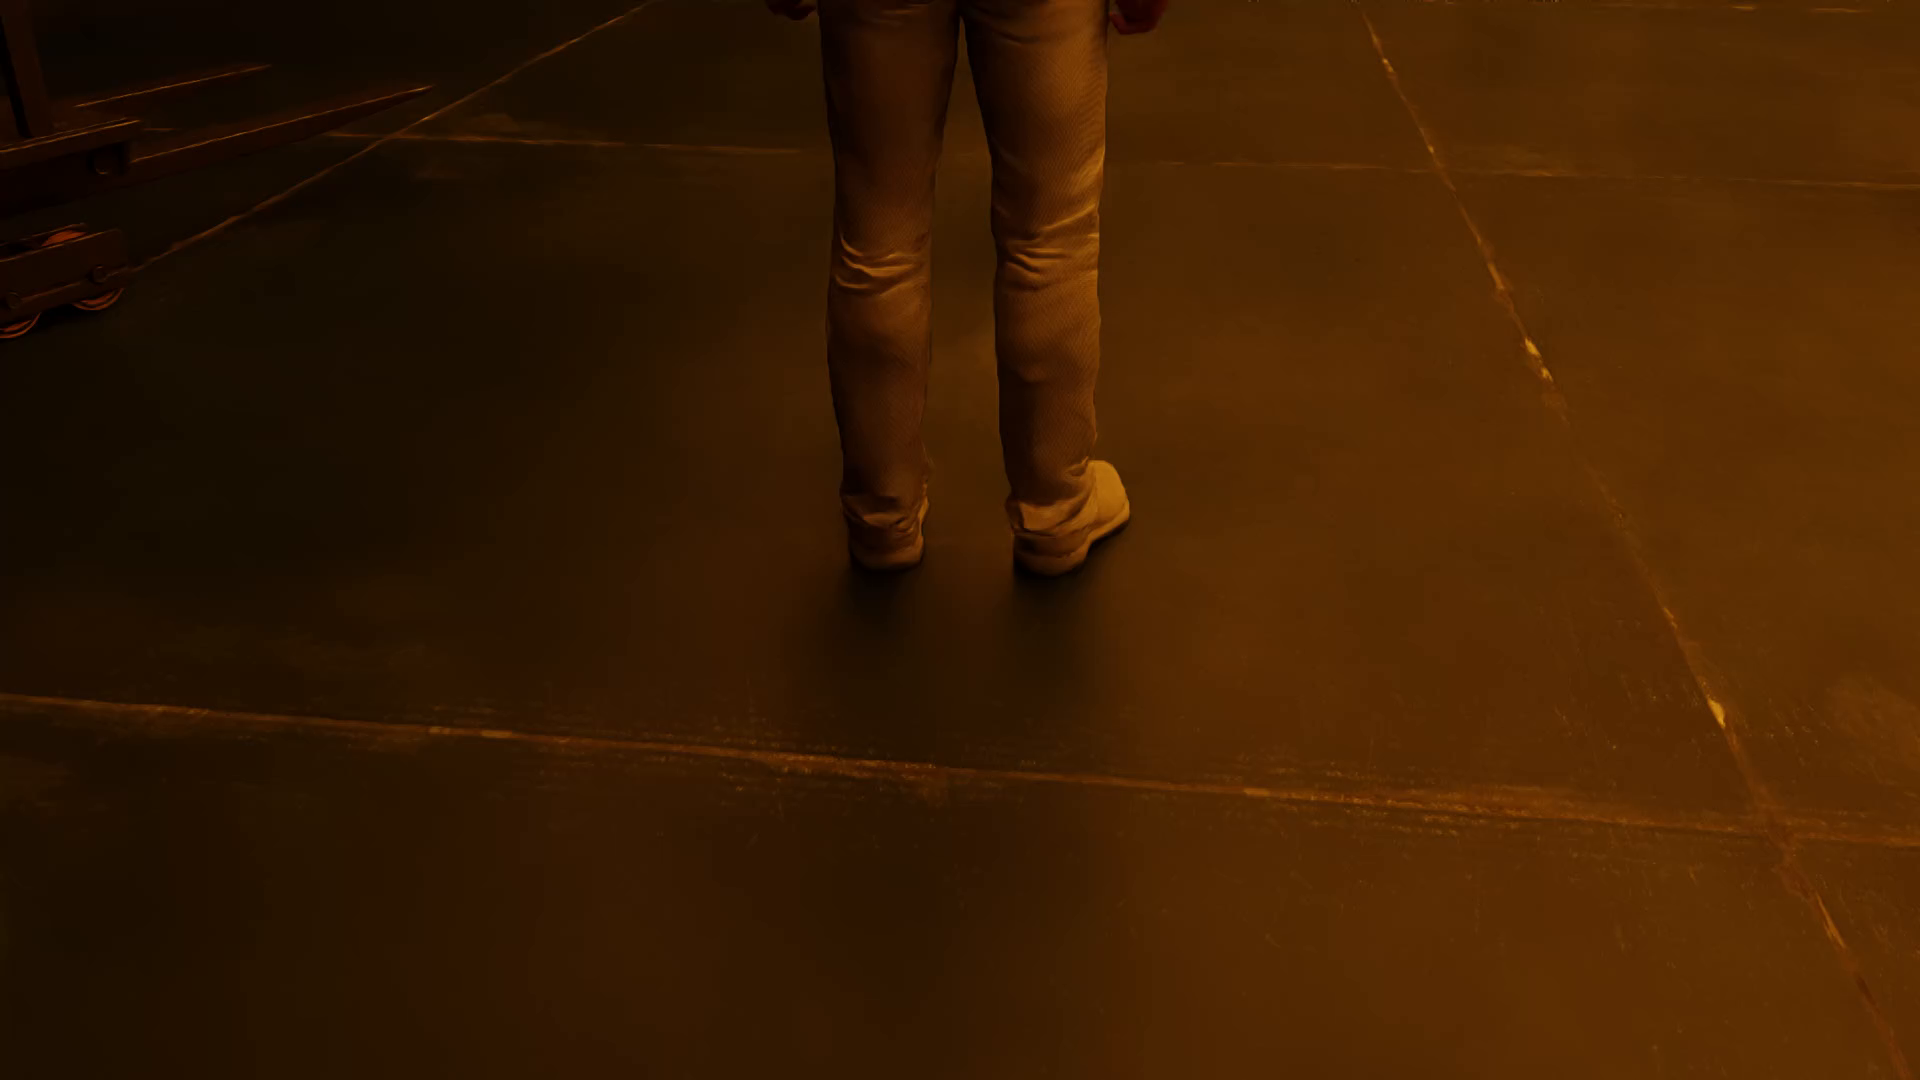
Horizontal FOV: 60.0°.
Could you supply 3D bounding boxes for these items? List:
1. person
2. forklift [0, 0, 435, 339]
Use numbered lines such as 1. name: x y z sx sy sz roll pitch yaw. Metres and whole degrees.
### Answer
1. person: 0.000 -0.797 2.117 0.559 1.771 0.367 3 27 7
2. forklift: -2.392 -1.791 2.806 1.130 2.935 3.031 13 29 24
